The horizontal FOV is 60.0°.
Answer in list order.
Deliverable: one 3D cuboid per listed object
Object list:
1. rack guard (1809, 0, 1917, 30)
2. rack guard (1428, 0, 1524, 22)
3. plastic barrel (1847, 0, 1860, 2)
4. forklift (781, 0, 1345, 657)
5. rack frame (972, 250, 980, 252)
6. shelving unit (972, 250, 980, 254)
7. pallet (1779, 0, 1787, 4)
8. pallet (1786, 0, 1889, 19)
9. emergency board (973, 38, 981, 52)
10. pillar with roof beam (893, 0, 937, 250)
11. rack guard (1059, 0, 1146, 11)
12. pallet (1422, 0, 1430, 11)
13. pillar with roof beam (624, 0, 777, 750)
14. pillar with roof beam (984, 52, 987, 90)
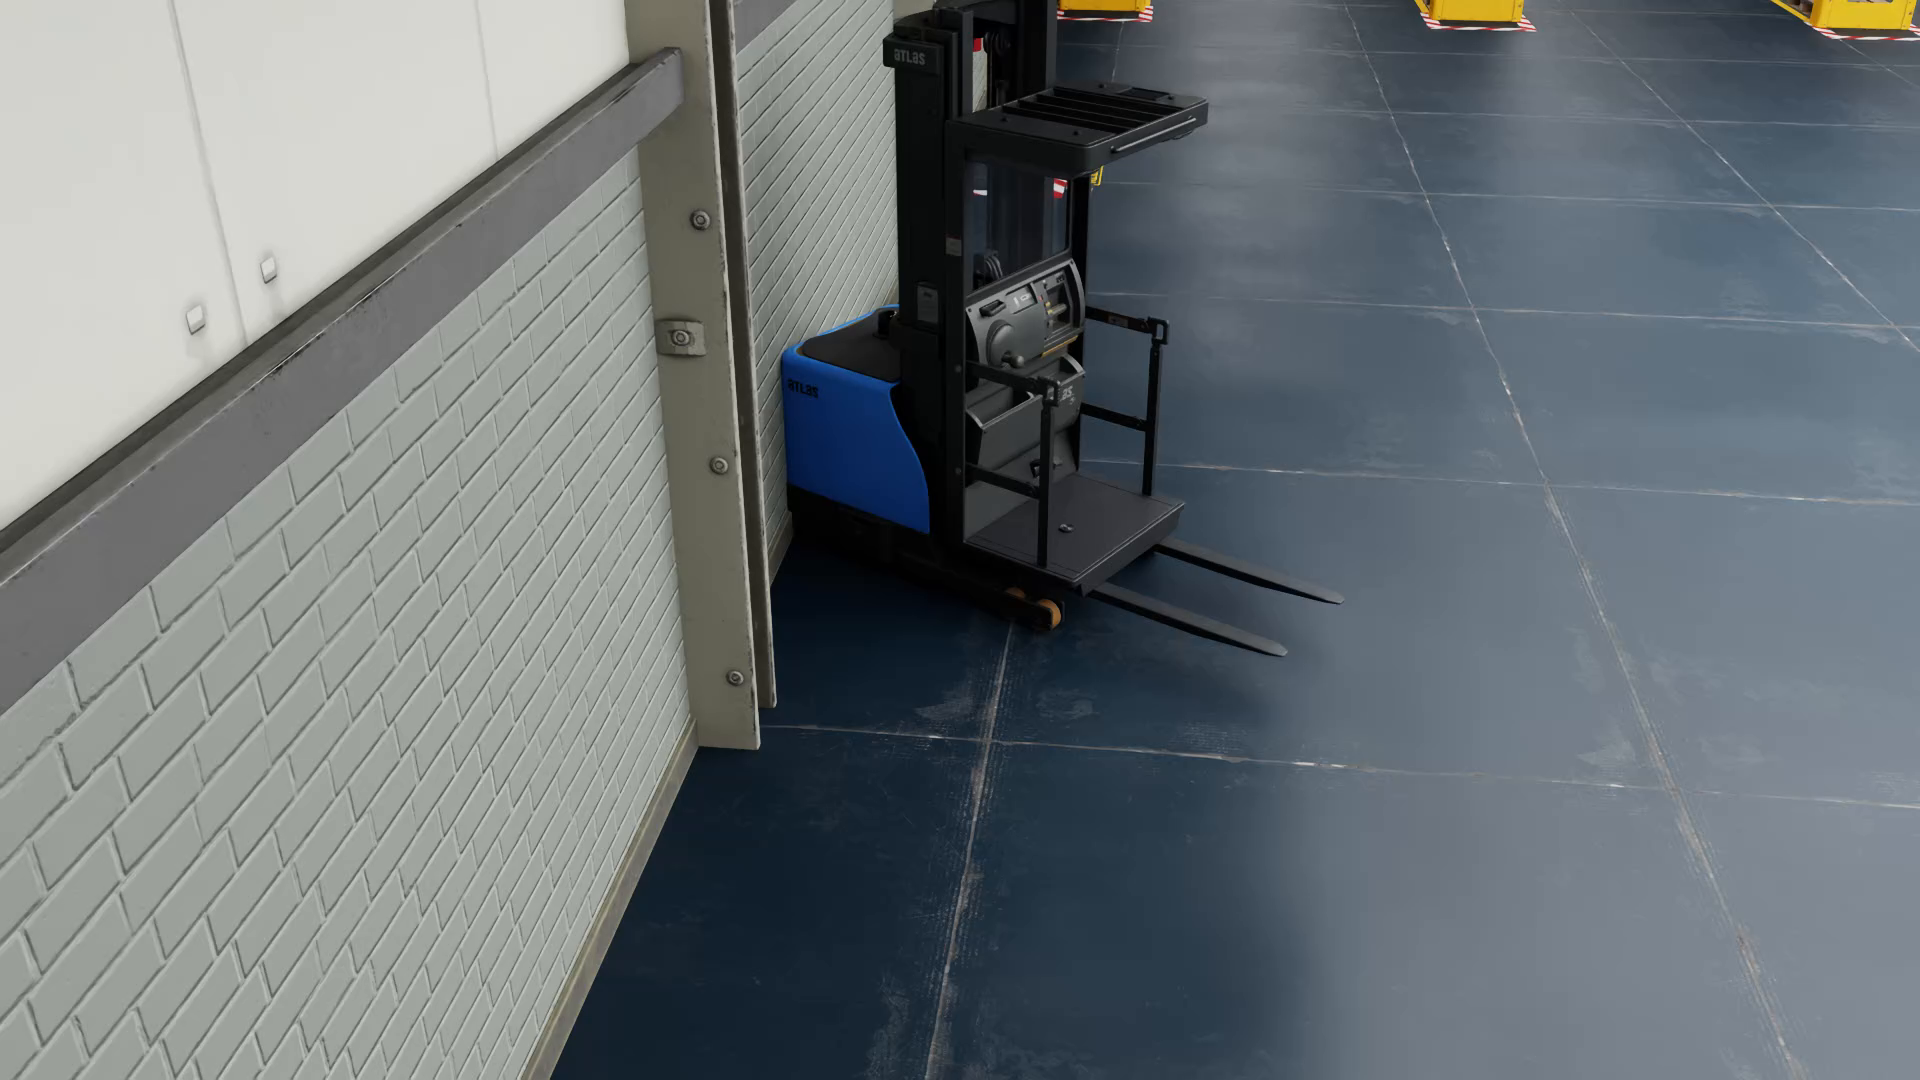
[{"bbox_3d":[11.733,-6.932,21.590,1.175,0.500,0.348,3,28,6],"label":"rack guard"},{"bbox_3d":[6.852,-7.172,22.035,1.175,0.500,0.348,3,28,6],"label":"rack guard"},{"bbox_3d":[11.775,-7.398,21.999,0.421,0.512,0.421,0,28,0],"label":"plastic barrel"},{"bbox_3d":[0.502,-1.110,8.220,3.031,2.935,1.130,20,34,32],"label":"forklift"},{"bbox_3d":[-0.089,-1.680,11.310,0.400,0.015,2.100,3,28,6],"label":"rack frame"},{"bbox_3d":[-0.089,-1.466,11.426,0.431,0.503,2.100,3,28,6],"label":"shelving unit"},{"bbox_3d":[11.990,-7.759,23.430,1.003,0.211,1.213,3,28,6],"label":"pallet"},{"bbox_3d":[11.838,-7.187,22.367,1.003,0.211,1.213,3,28,6],"label":"pallet"},{"bbox_3d":[0.089,-4.964,15.302,0.194,1.169,0.643,3,28,6],"label":"emergency board"},{"bbox_3d":[3.967,-5.692,10.327,9.100,9.000,0.400,3,28,6],"label":"pillar with roof beam"},{"bbox_3d":[1.947,-7.505,22.653,1.175,0.500,0.348,3,28,6],"label":"rack guard"},{"bbox_3d":[6.907,-7.418,22.797,1.003,0.211,1.213,3,28,6],"label":"pallet"},{"bbox_3d":[3.232,-2.867,5.085,9.100,9.000,0.400,3,28,6],"label":"pillar with roof beam"},{"bbox_3d":[4.702,-8.516,15.569,9.100,9.000,0.400,3,28,6],"label":"pillar with roof beam"}]
